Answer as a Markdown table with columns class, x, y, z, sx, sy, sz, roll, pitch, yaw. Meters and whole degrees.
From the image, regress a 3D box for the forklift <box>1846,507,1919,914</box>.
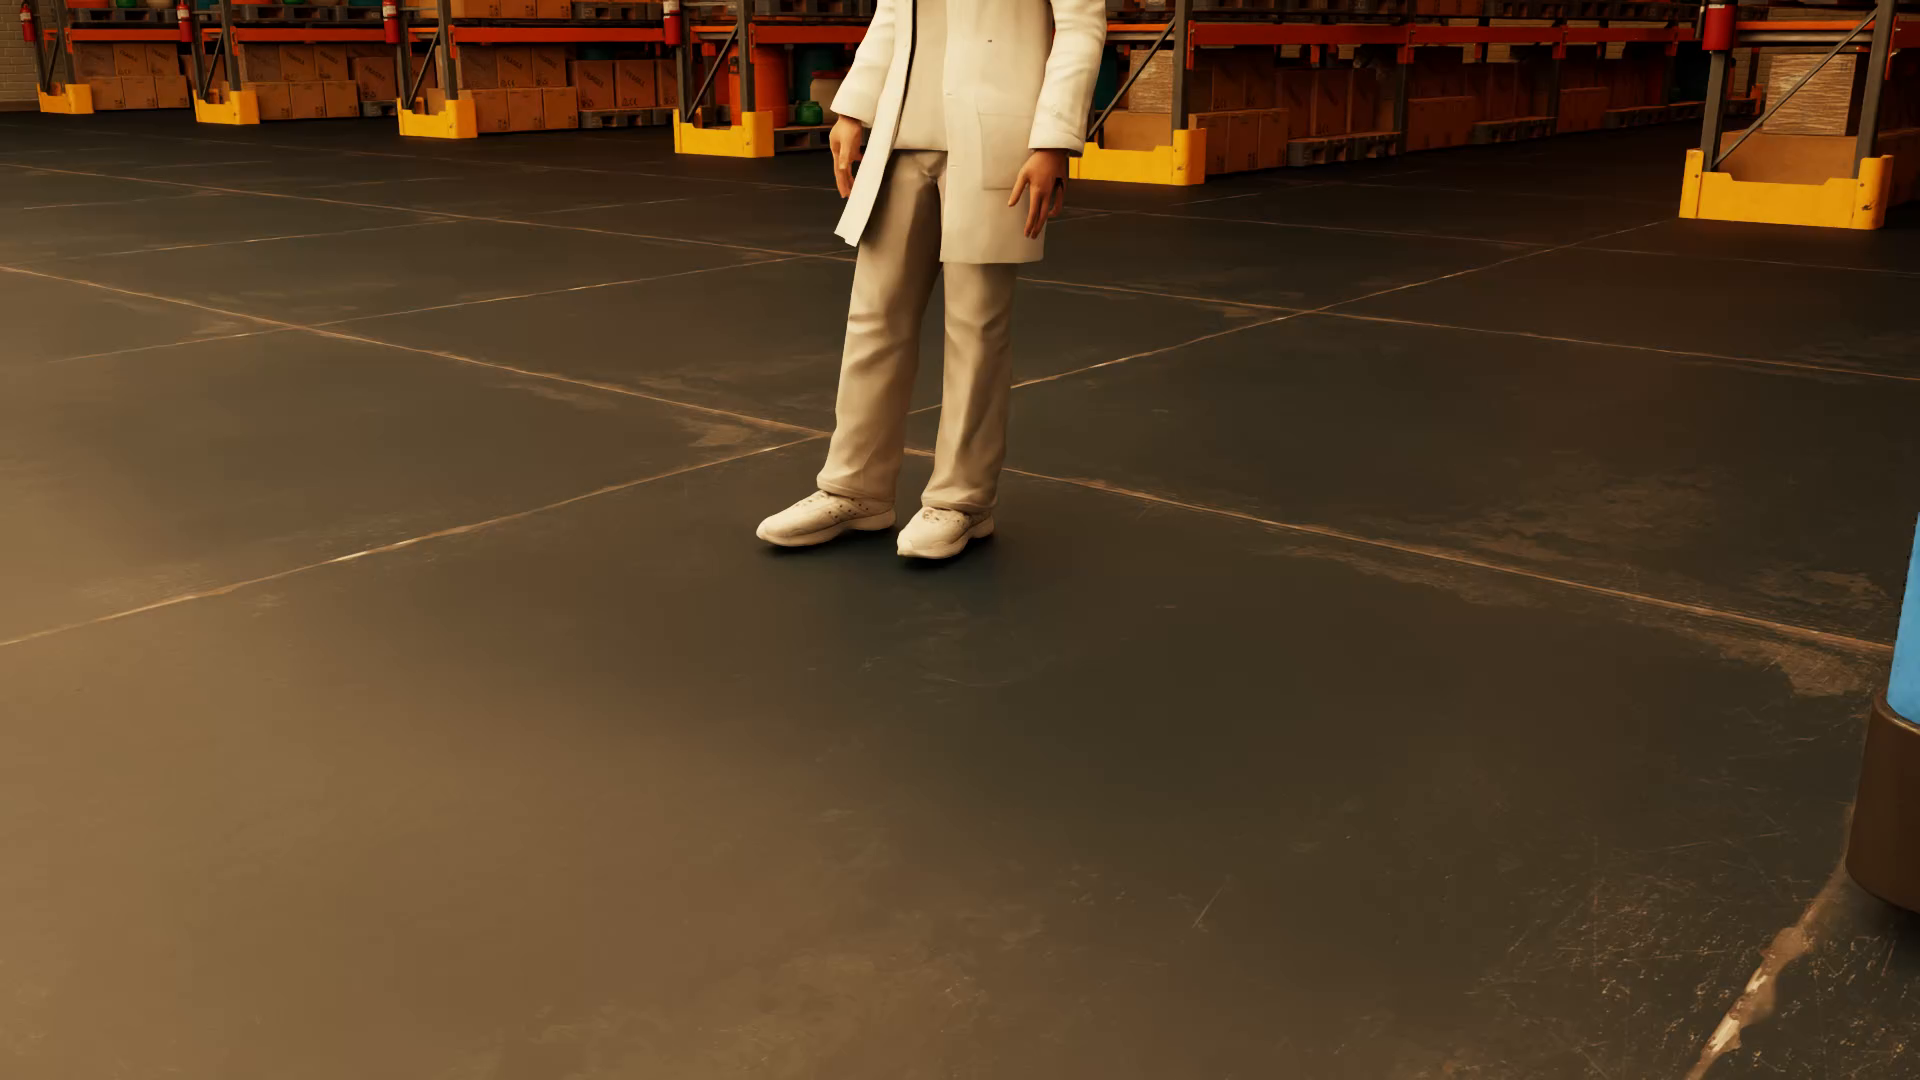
| class | x | y | z | sx | sy | sz | roll | pitch | yaw |
| --- | --- | --- | --- | --- | --- | --- | --- | --- | --- |
| forklift | 2.586 | -0.678 | 1.131 | 3.031 | 2.935 | 1.130 | 16 | 23 | 42 |

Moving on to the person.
| class | x | y | z | sx | sy | sz | roll | pitch | yaw |
| --- | --- | --- | --- | --- | --- | --- | --- | --- | --- |
| person | -0.061 | -0.838 | 3.618 | 0.694 | 1.775 | 0.581 | 13 | 21 | 37 |
